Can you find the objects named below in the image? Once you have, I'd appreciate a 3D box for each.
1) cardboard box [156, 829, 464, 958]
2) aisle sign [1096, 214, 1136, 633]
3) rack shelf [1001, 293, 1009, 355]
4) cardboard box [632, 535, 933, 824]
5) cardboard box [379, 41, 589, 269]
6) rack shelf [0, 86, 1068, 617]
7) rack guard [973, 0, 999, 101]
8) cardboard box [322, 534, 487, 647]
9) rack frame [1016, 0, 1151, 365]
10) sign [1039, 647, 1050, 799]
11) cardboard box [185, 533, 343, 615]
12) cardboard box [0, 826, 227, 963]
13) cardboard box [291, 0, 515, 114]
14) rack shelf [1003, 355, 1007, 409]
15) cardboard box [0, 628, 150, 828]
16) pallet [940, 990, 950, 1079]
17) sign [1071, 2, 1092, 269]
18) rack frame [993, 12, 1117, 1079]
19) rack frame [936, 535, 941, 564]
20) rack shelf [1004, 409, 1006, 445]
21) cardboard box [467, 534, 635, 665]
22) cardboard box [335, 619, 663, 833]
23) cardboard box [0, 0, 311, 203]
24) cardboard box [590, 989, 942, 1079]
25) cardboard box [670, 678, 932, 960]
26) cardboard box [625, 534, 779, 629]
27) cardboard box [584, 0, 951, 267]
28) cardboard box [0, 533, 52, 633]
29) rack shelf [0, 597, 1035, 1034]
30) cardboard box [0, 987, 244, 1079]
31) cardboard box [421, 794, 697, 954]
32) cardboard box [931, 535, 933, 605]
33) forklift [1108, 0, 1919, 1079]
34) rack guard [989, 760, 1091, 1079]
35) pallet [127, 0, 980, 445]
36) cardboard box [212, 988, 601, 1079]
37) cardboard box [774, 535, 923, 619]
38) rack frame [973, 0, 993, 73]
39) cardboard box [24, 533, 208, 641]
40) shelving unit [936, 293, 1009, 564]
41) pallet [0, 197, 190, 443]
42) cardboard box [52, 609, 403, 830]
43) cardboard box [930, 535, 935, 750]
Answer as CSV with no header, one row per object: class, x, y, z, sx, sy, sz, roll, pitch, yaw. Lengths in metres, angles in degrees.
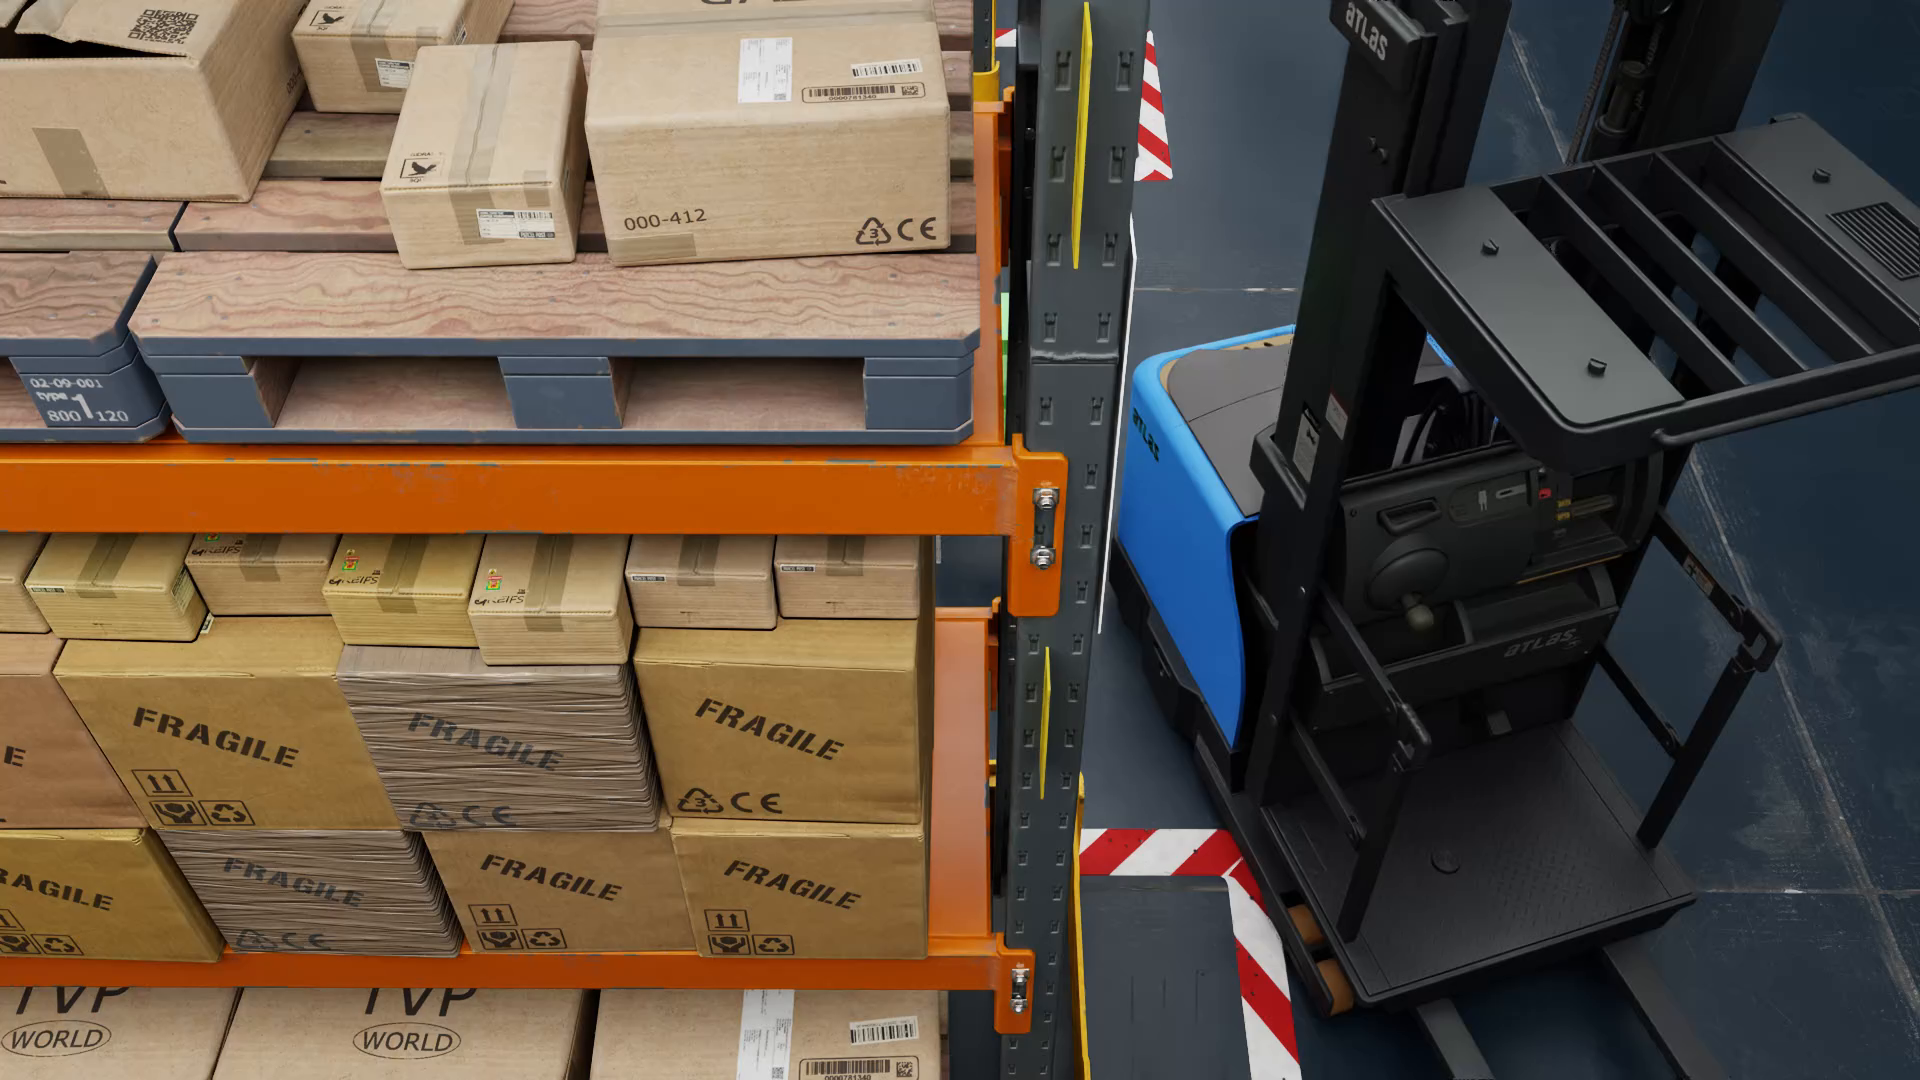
cardboard box,-1.334,0.556,3.615,0.500,0.500,0.500,1,47,1
aisle sign,0.236,-0.255,2.662,0.004,0.787,0.394,0,47,0
rack shelf,0.166,-0.692,5.506,0.480,0.148,0.258,0,47,0
cardboard box,-0.317,0.202,3.261,0.500,0.500,0.500,2,47,1
cardboard box,-0.704,-0.587,2.515,0.250,0.149,0.380,-3,47,-3
rack shelf,-1.834,-0.378,2.995,4.000,0.370,1.077,0,47,0
rack guard,0.007,-2.368,8.113,0.348,0.500,1.175,0,47,0
cardboard box,-0.958,0.001,3.005,0.250,0.149,0.380,1,47,1
rack frame,0.166,-1.640,1.629,0.127,3.000,1.000,0,47,0
sign,0.150,0.326,2.944,0.005,0.325,0.100,0,47,0
cardboard box,-1.219,-0.052,3.054,0.250,0.149,0.380,0,47,0
cardboard box,-1.850,0.564,3.608,0.500,0.500,0.500,1,47,1
cardboard box,-0.922,-0.881,2.788,0.250,0.149,0.380,2,47,2
rack shelf,0.166,-0.528,5.681,0.480,0.148,0.258,0,47,0
cardboard box,-1.837,0.216,3.248,0.500,0.500,0.500,0,47,0
pallet,-0.634,1.409,4.794,1.213,0.211,1.003,0,47,0
sign,0.150,-0.495,2.062,0.005,0.325,0.100,0,47,0
rack frame,0.166,0.404,3.825,0.127,3.000,1.000,0,47,0
rack frame,-0.078,-0.409,5.811,0.015,1.200,0.240,0,47,0
rack shelf,0.166,-0.365,5.857,0.480,0.148,0.258,0,47,0
cardboard box,-0.706,0.032,2.977,0.250,0.149,0.380,0,47,0
cardboard box,-0.840,0.222,3.242,0.500,0.500,0.500,0,47,0
cardboard box,-1.331,-0.805,2.607,0.500,0.311,0.500,1,47,1
cardboard box,-0.495,1.205,4.542,0.875,0.438,0.875,-1,47,-1
cardboard box,-0.318,0.562,3.609,0.500,0.500,0.500,0,47,0
cardboard box,-0.448,-0.029,3.033,0.250,0.149,0.380,1,47,1
cardboard box,-0.285,-0.679,2.531,0.500,0.250,0.500,-4,47,-3
cardboard box,-1.733,-0.024,3.028,0.250,0.149,0.380,2,47,1
rack shelf,-1.834,0.644,4.093,4.000,0.370,1.077,0,47,0
cardboard box,-2.312,1.205,4.542,0.875,0.438,0.875,-1,47,-1
cardboard box,-0.820,0.550,3.621,0.500,0.500,0.500,-1,47,-1
cardboard box,-0.313,-0.180,3.617,0.500,0.500,0.500,-1,47,-1
forklift,1.480,0.067,4.185,1.130,2.935,3.031,-14,49,-12
rack guard,0.190,1.256,4.740,0.348,0.500,1.175,0,47,0
pallet,-0.576,-0.582,2.754,1.213,0.211,1.003,0,47,0
cardboard box,-1.410,1.209,4.539,0.875,0.438,0.875,1,47,1
cardboard box,-0.194,-0.046,3.049,0.250,0.149,0.380,1,47,1
rack frame,0.083,-3.220,7.198,0.127,3.000,1.000,0,47,0
cardboard box,-1.470,-0.009,3.015,0.250,0.149,0.380,1,47,1
shelving unit,0.166,-0.408,5.810,0.503,1.200,0.258,0,47,0
pallet,-1.799,-0.583,2.755,1.213,0.211,1.003,0,47,0
cardboard box,-1.335,0.219,3.246,0.500,0.500,0.500,0,47,0
cardboard box,-0.313,0.159,3.985,0.500,0.500,0.500,0,47,0
